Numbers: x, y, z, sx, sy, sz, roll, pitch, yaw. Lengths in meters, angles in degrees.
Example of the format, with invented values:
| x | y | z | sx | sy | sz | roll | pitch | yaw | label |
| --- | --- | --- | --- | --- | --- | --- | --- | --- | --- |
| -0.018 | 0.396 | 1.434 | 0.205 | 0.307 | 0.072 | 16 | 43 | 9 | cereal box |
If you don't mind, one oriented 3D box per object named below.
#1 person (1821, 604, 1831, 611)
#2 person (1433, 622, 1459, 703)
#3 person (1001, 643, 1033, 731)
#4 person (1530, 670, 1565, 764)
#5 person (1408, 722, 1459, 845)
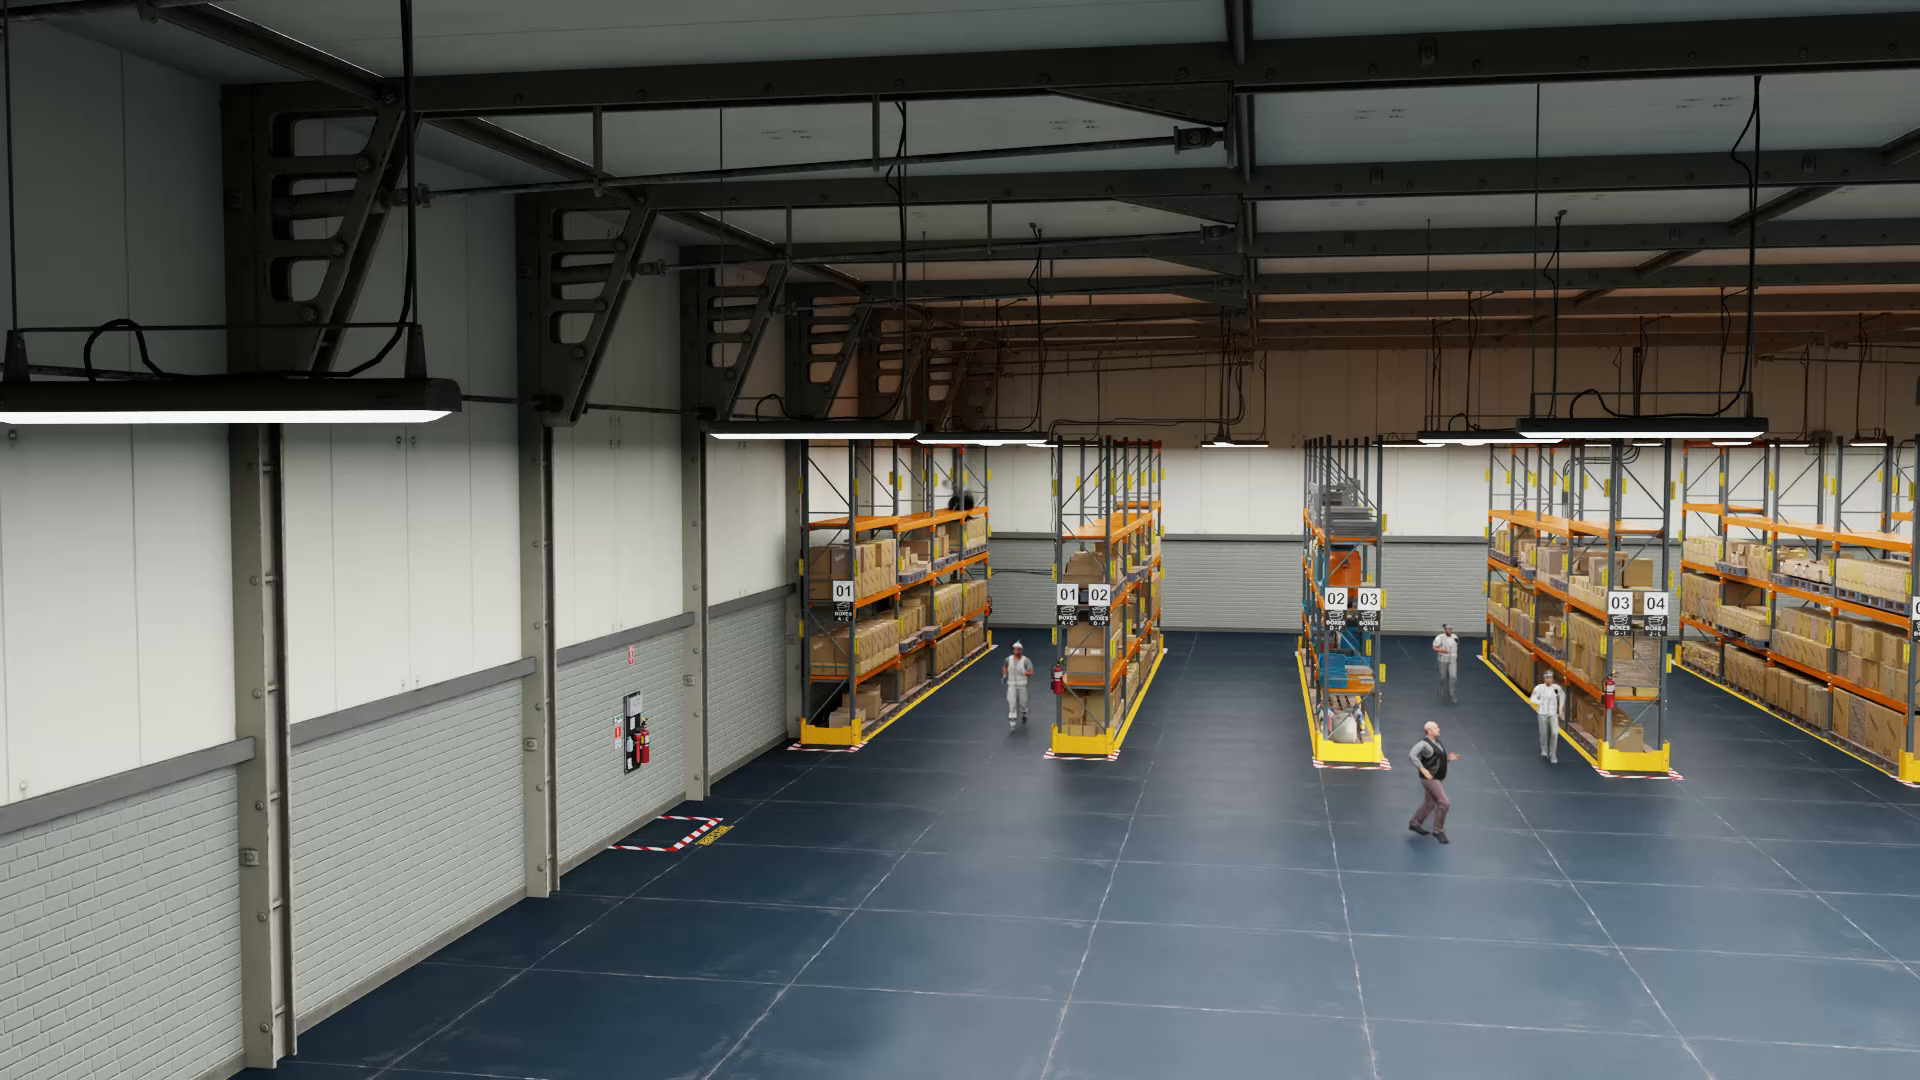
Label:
| x | y | z | sx | sy | sz | roll | pitch | yaw | label |
| --- | --- | --- | --- | --- | --- | --- | --- | --- | --- |
| 23.577 | 2.437 | 45.211 | 0.717 | 1.754 | 0.727 | 1 | 3 | 13 | person |
| 11.126 | 2.783 | 38.044 | 0.647 | 1.828 | 0.863 | 0 | 3 | 2 | person |
| 1.172 | 2.973 | 33.926 | 0.662 | 1.766 | 1.000 | 1 | 3 | 11 | person |
| 10.840 | 3.235 | 30.667 | 0.631 | 1.718 | 0.789 | 1 | 3 | 15 | person |
| 6.917 | 3.545 | 24.340 | 0.731 | 1.780 | 0.639 | 2 | 4 | 32 | person |
